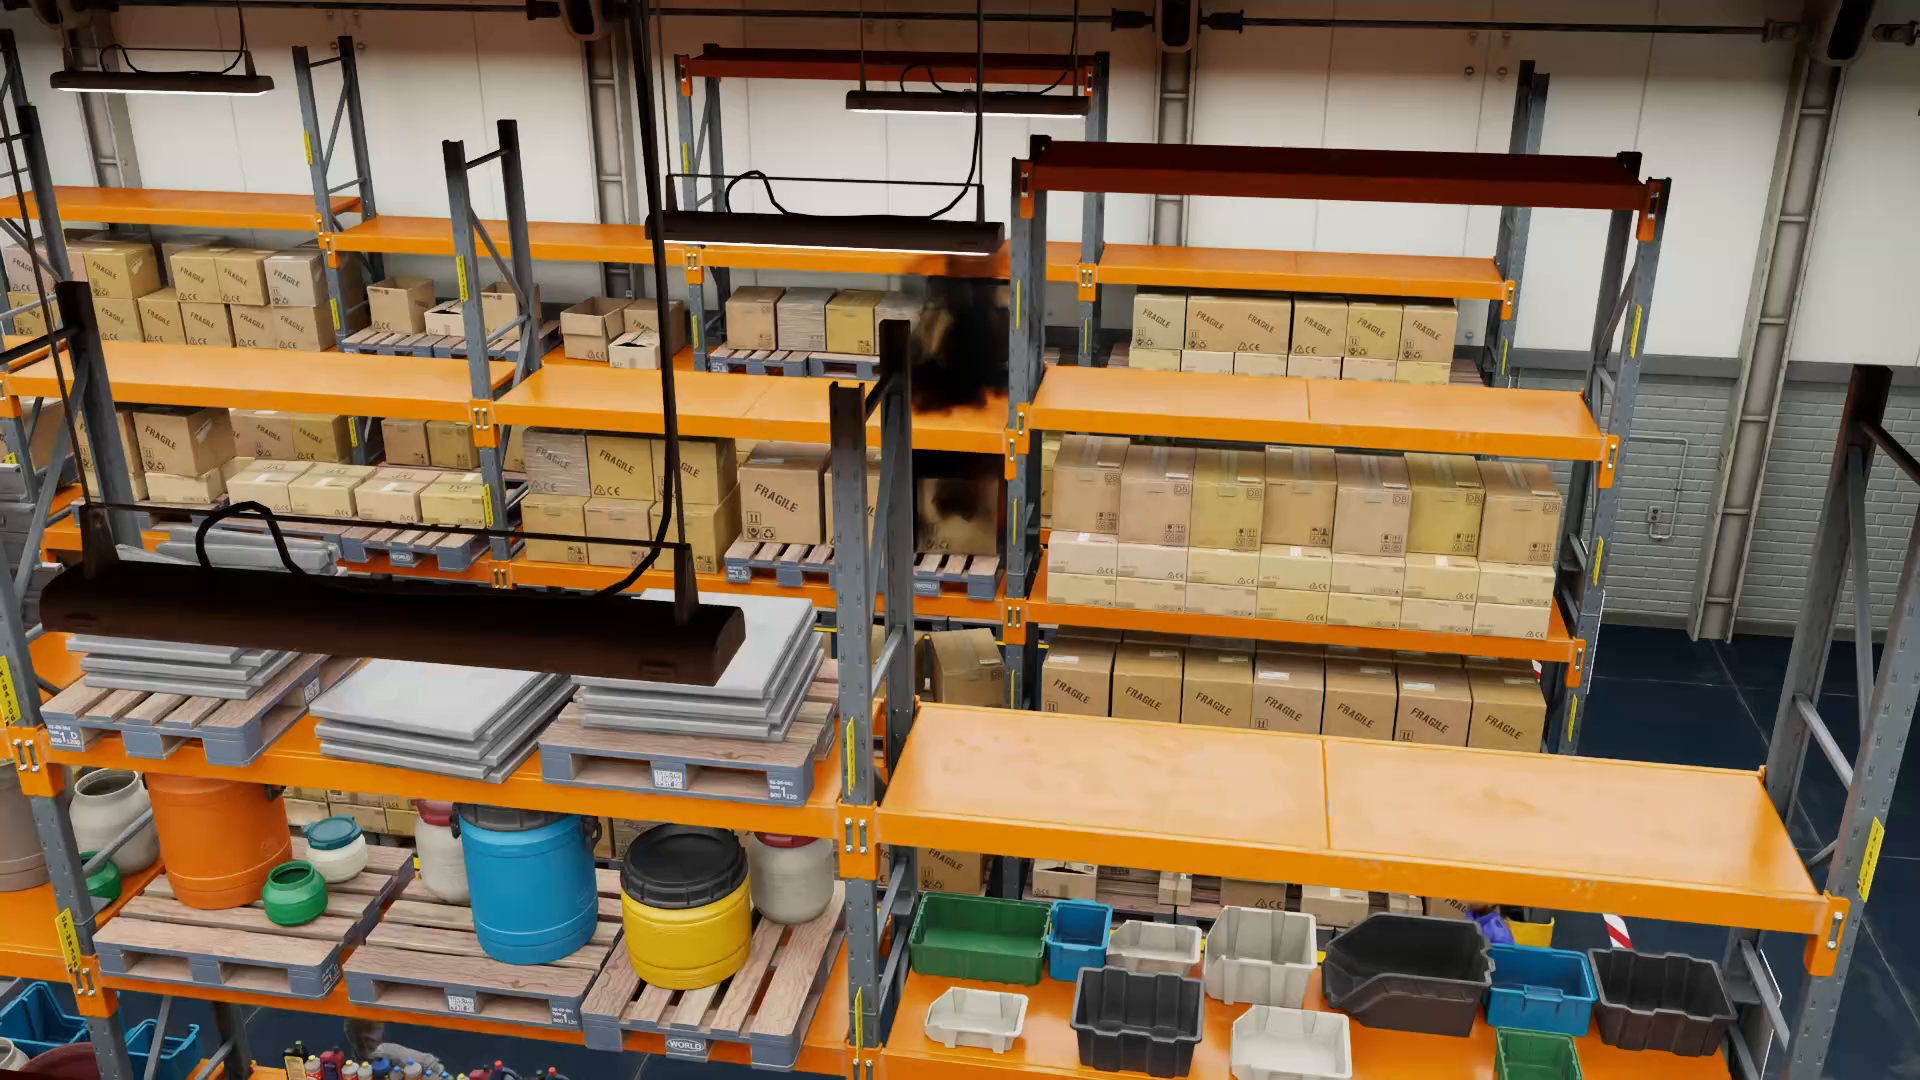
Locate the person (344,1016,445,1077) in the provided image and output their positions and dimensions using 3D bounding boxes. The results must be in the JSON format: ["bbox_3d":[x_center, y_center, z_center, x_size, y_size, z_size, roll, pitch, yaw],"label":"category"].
[{"bbox_3d":[-3.895,2.992,11.086,0.860,1.745,0.669,2,23,4],"label":"person"}]

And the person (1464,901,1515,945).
[{"bbox_3d":[3.477,3.024,11.171,0.747,1.673,0.647,-8,24,-18],"label":"person"}]
